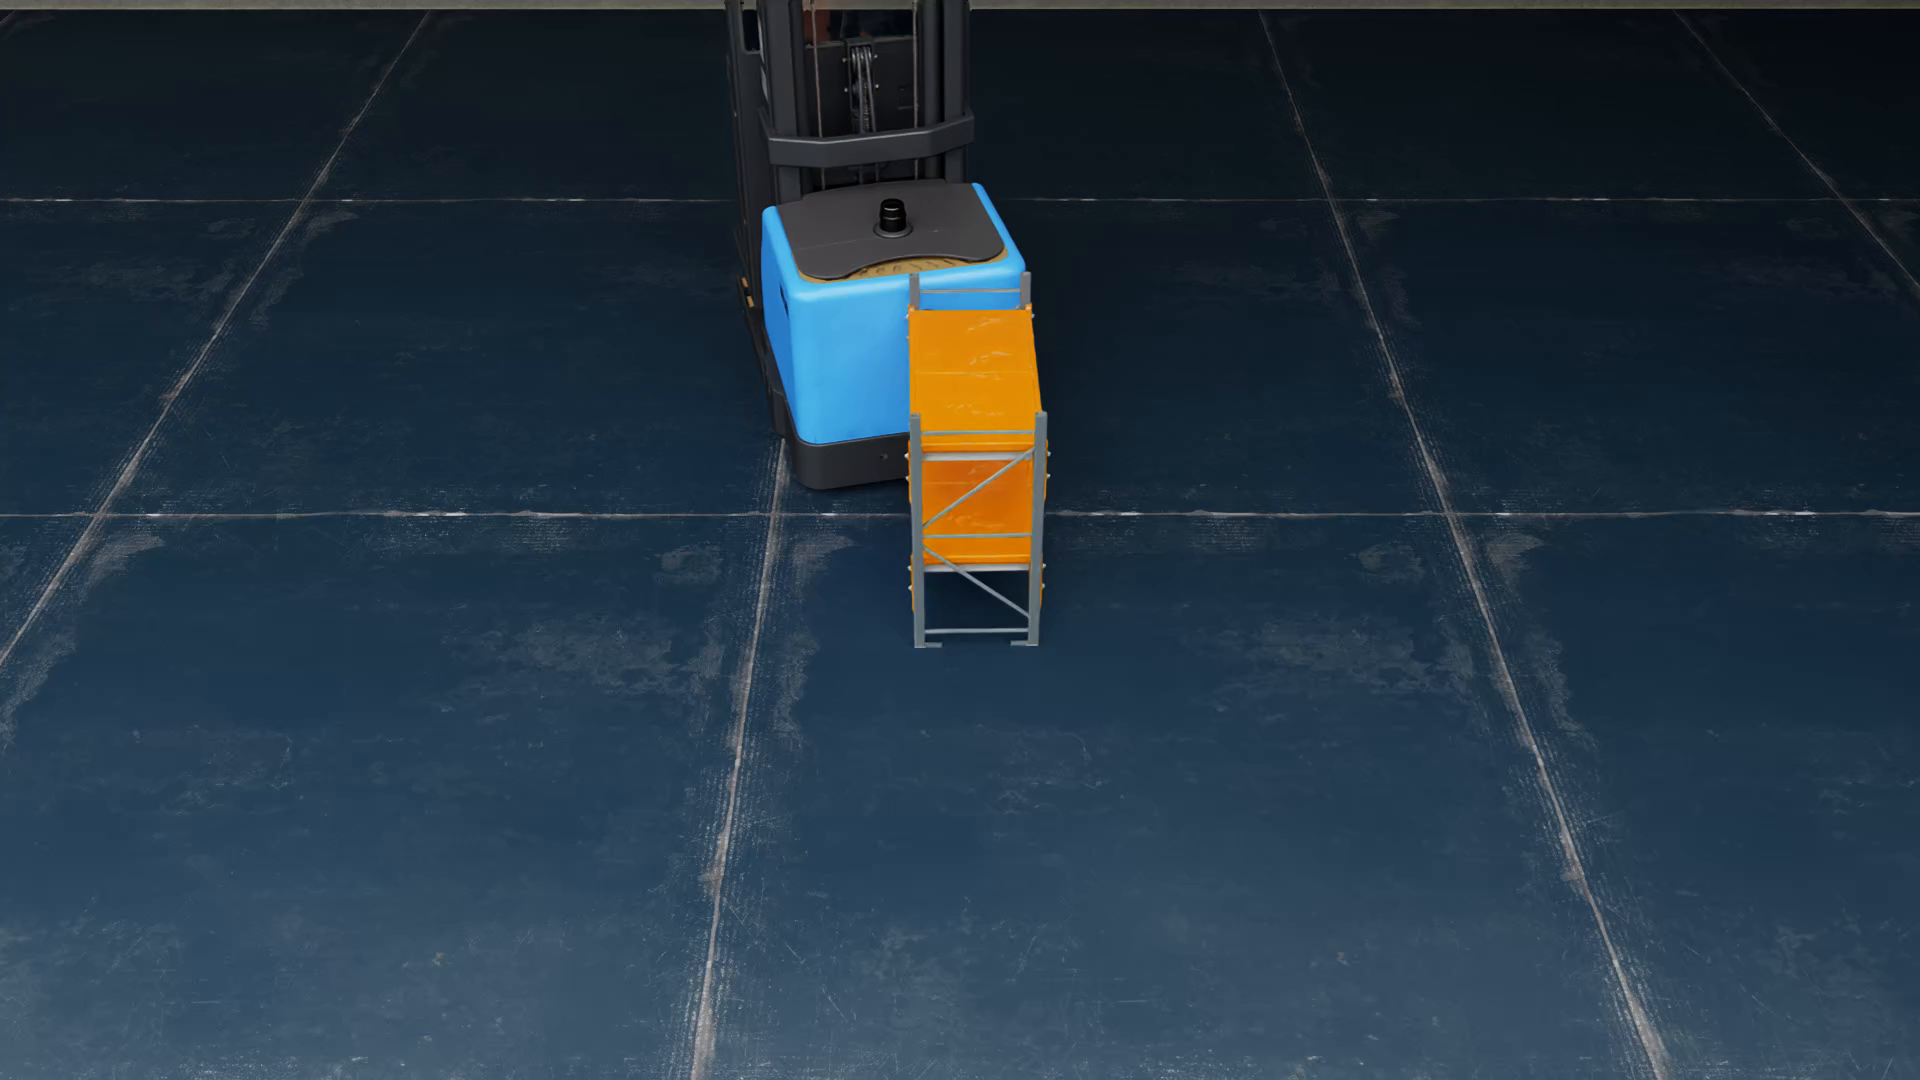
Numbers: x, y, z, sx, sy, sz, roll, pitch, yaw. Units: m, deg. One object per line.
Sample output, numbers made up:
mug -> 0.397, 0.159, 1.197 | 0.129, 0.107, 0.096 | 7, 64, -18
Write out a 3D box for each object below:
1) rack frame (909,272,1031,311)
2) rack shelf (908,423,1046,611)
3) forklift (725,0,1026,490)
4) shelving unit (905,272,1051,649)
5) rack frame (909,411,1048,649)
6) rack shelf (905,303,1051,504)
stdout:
rack frame -> 0.041, -0.650, 7.161 | 0.500, 1.125, 0.032 | -1, 39, -1
rack shelf -> 0.054, -0.141, 6.917 | 0.538, 0.278, 1.000 | -1, 39, -1
forklift -> -0.556, -2.295, 7.770 | 1.130, 2.935, 3.031 | -9, 40, -11
shelving unit -> 0.054, -0.332, 6.765 | 0.538, 1.125, 1.048 | -1, 39, -1
rack frame -> 0.066, -0.014, 6.368 | 0.500, 1.125, 0.032 | -1, 39, -1
rack shelf -> 0.054, -0.560, 6.581 | 0.538, 0.278, 1.000 | -1, 39, -1
